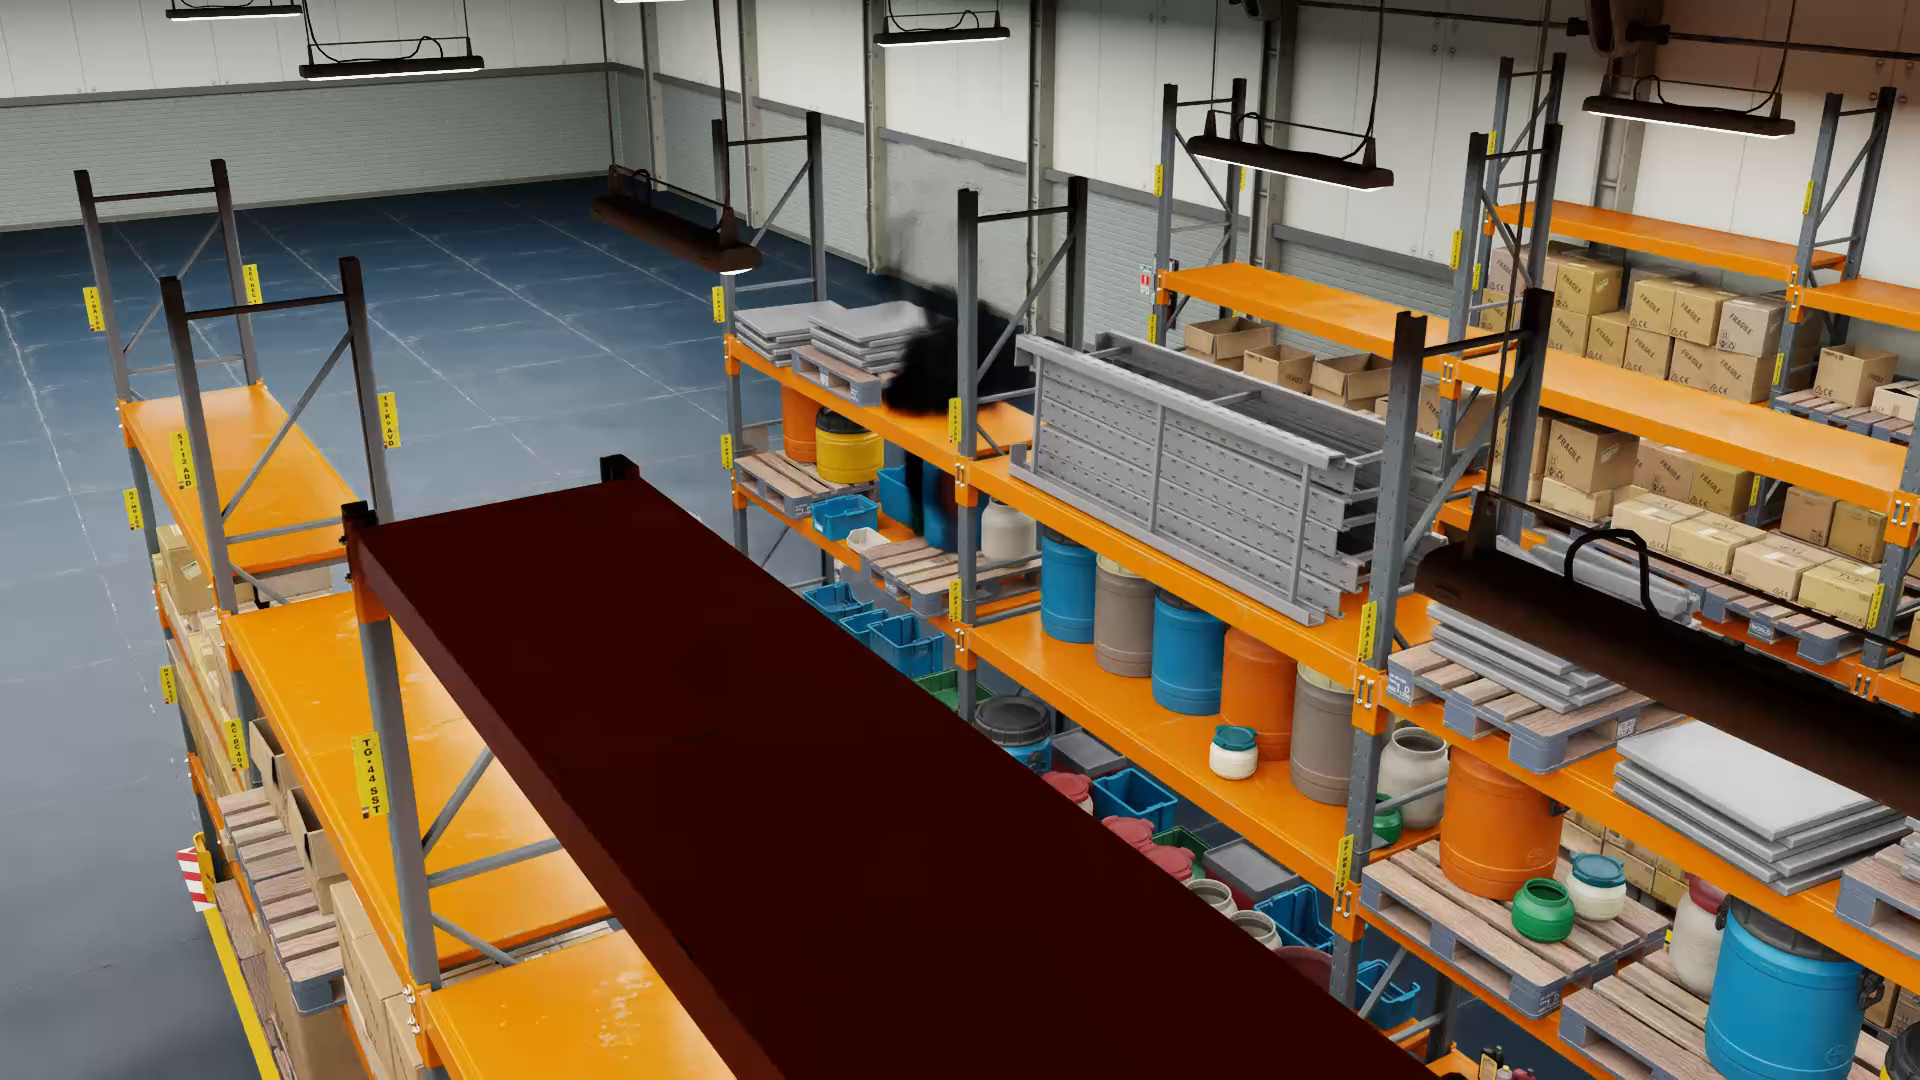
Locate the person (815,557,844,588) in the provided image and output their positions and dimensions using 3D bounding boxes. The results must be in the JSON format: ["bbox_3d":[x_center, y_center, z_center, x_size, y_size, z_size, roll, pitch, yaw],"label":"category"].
[{"bbox_3d":[-1.271,-0.271,19.693,0.951,1.785,0.668,-3,22,-6],"label":"person"}]
